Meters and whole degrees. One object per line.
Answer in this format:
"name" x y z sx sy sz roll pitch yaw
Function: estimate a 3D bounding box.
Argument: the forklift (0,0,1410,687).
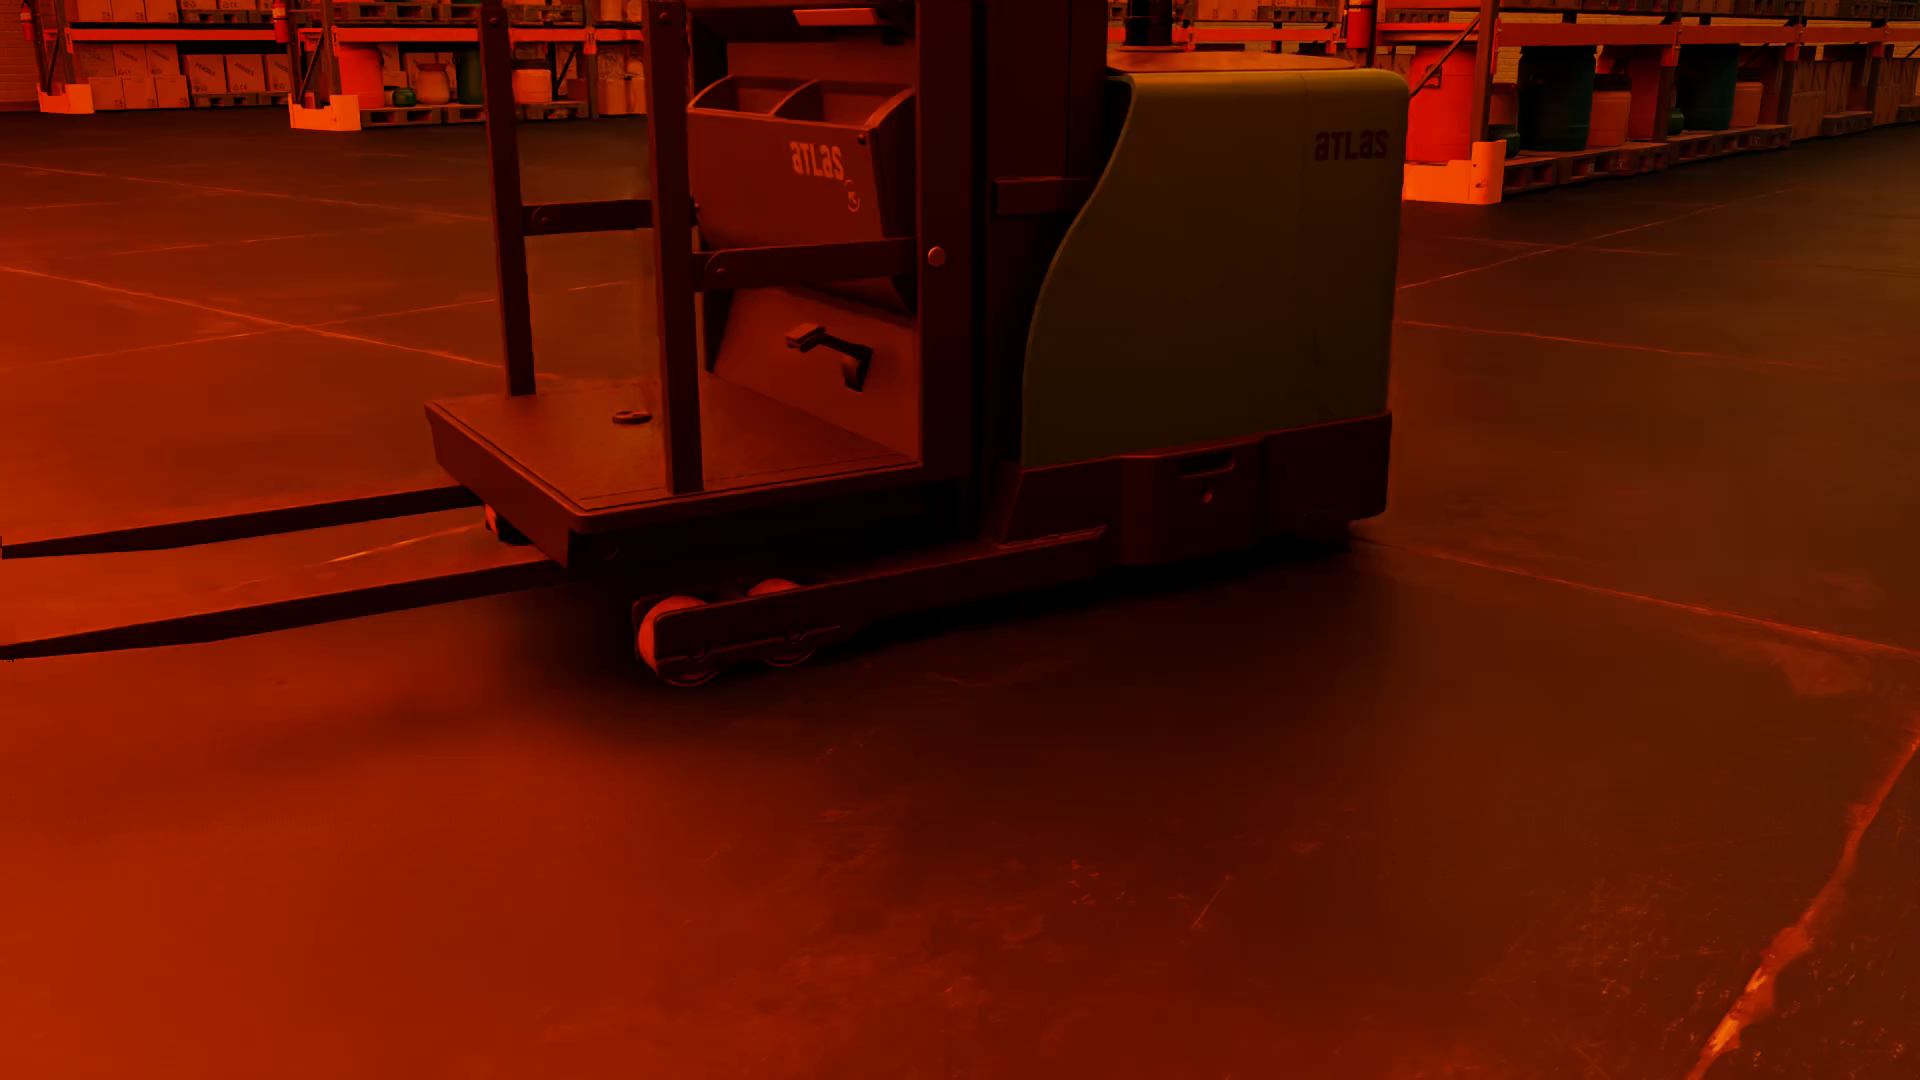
"forklift" -0.521 -1.307 3.202 3.031 2.935 1.130 -10 19 -29
